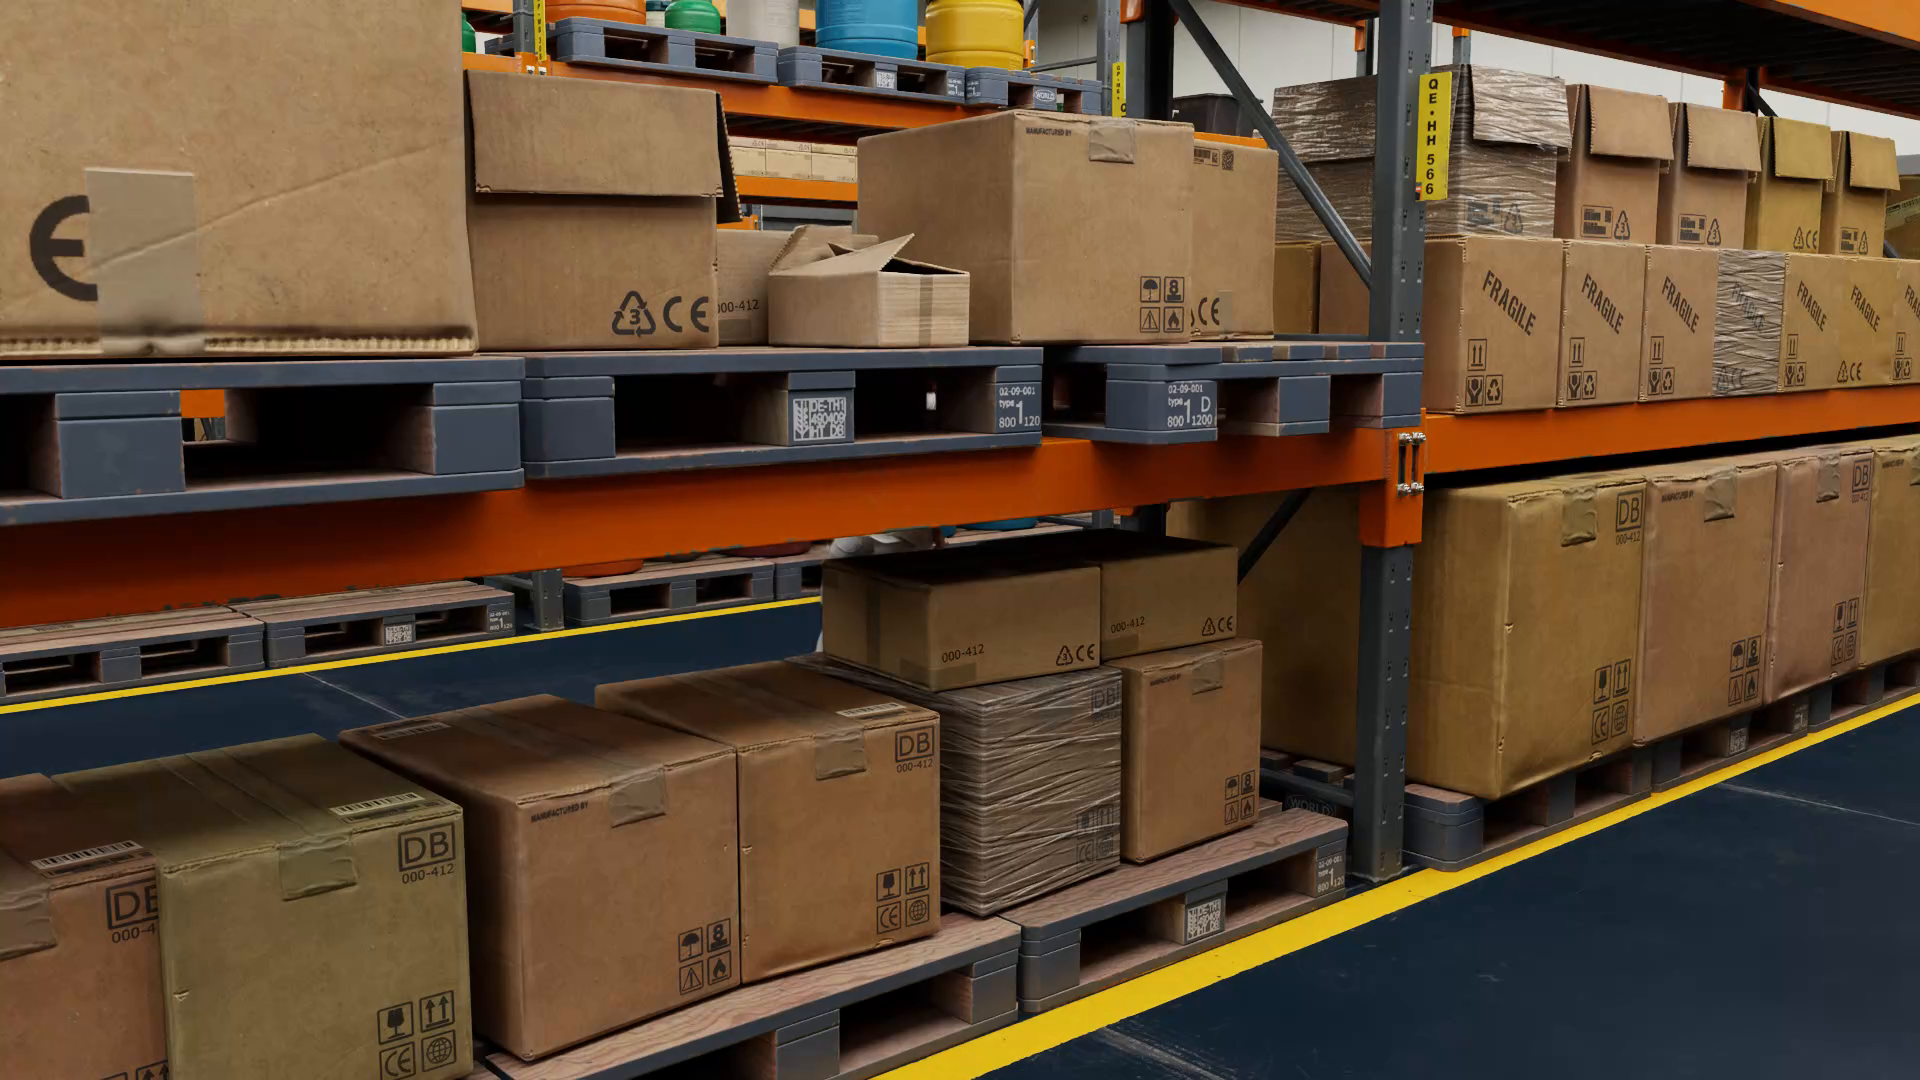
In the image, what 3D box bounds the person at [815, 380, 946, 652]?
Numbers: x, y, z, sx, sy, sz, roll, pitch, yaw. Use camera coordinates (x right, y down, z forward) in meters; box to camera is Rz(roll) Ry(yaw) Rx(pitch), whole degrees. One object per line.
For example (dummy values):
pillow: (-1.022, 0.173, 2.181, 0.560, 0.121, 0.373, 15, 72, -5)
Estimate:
person: (-0.286, 0.038, 5.850, 0.569, 1.517, 0.794, 3, 8, 19)
